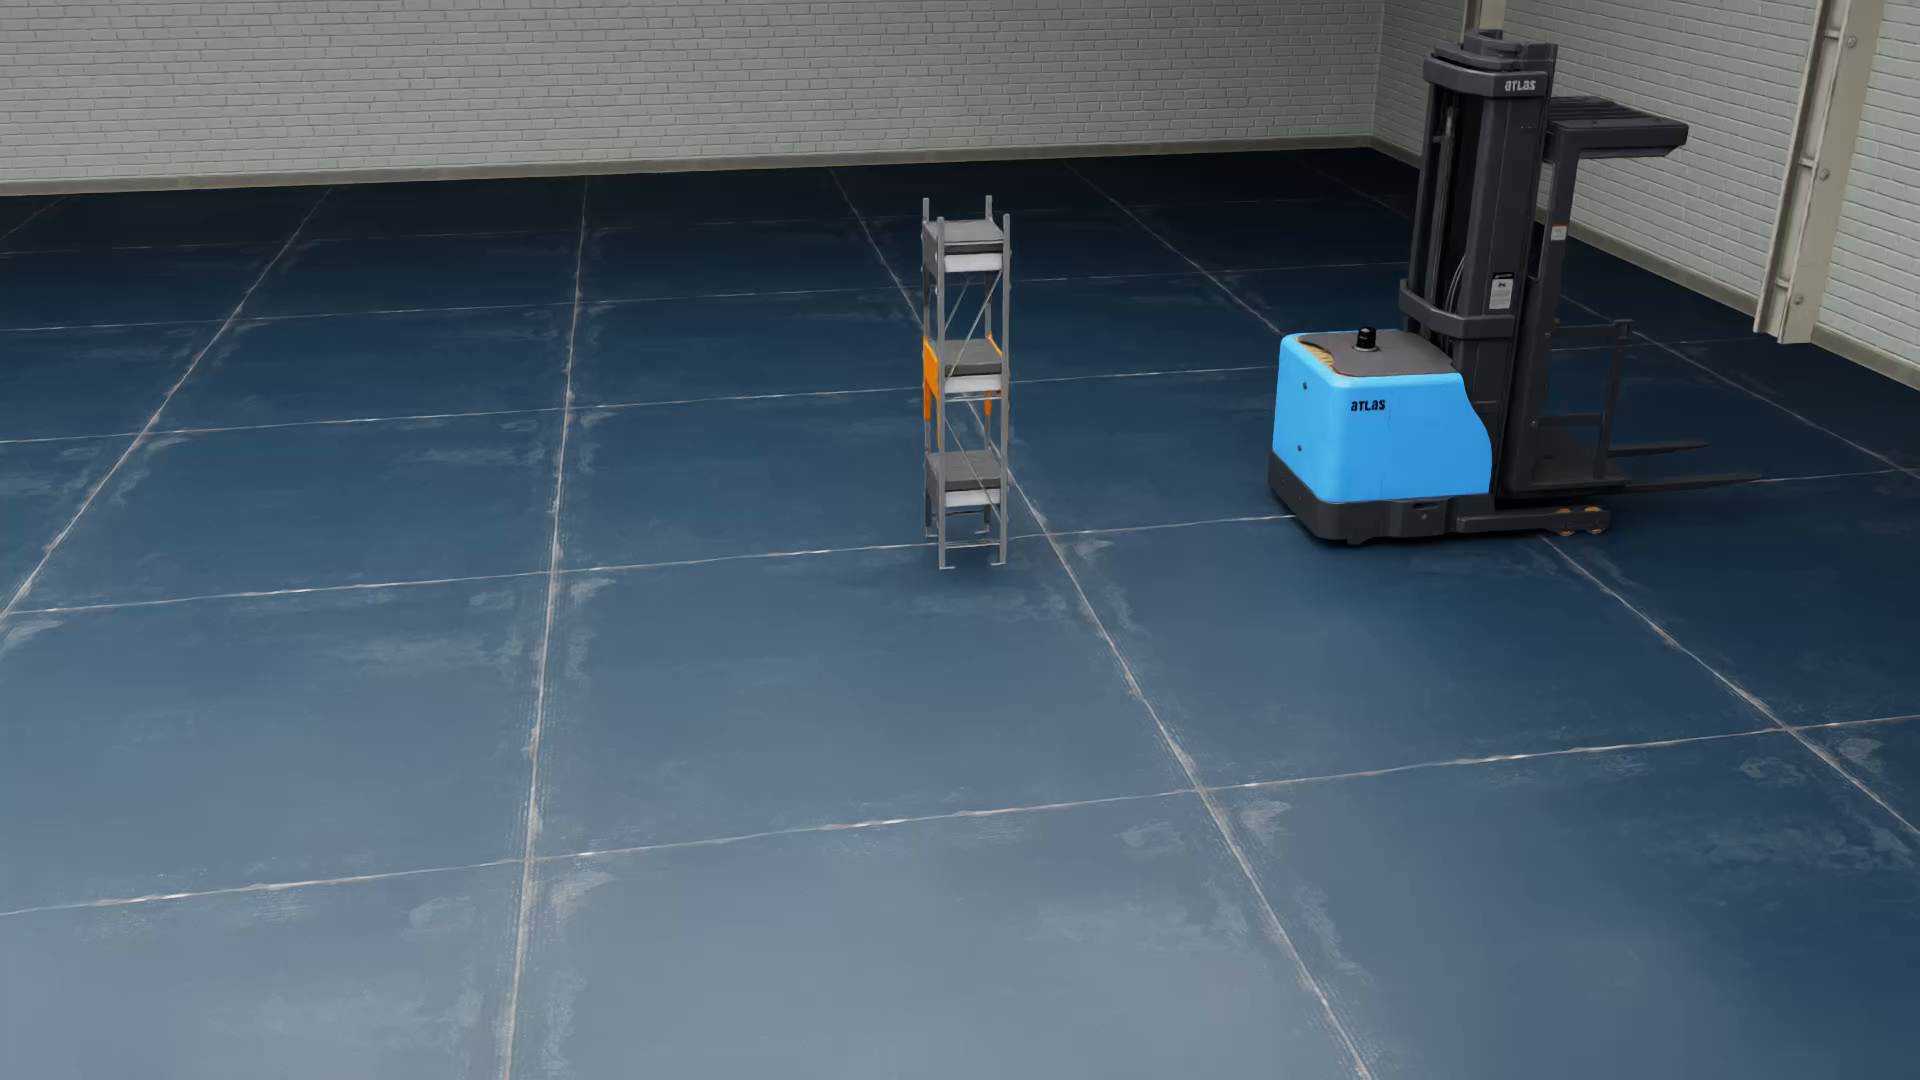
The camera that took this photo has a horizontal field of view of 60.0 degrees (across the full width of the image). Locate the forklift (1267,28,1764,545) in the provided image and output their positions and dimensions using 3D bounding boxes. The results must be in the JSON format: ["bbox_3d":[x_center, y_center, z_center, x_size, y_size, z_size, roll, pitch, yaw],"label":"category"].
[{"bbox_3d":[3.584,-1.575,10.194,3.031,2.935,1.130,-4,24,-8],"label":"forklift"}]

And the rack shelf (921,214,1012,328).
[{"bbox_3d":[0.031,-1.526,9.406,0.431,0.518,0.480,-4,24,-10],"label":"rack shelf"}]

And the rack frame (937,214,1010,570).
[{"bbox_3d":[0.076,-0.801,9.461,0.400,2.100,0.015,-4,24,-10],"label":"rack frame"}]

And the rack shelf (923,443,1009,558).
[{"bbox_3d":[0.031,-0.243,9.966,0.431,0.518,0.480,-4,24,-10],"label":"rack shelf"}]

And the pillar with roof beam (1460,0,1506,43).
[{"bbox_3d":[1.705,-7.910,17.118,9.100,9.000,0.400,-4,24,-10],"label":"pillar with roof beam"}]

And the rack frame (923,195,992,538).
[{"bbox_3d":[-0.015,-0.993,9.900,0.400,2.100,0.015,-4,24,-10],"label":"rack frame"}]

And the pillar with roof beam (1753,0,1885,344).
[{"bbox_3d":[2.814,-5.550,11.714,9.100,9.000,0.400,-4,24,-10],"label":"pillar with roof beam"}]

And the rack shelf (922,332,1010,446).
[{"bbox_3d":[0.031,-0.885,9.686,0.431,0.518,0.480,-4,24,-10],"label":"rack shelf"}]

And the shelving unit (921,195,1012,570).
[{"bbox_3d":[0.031,-0.897,9.681,0.431,2.100,0.503,-4,24,-10],"label":"shelving unit"}]
